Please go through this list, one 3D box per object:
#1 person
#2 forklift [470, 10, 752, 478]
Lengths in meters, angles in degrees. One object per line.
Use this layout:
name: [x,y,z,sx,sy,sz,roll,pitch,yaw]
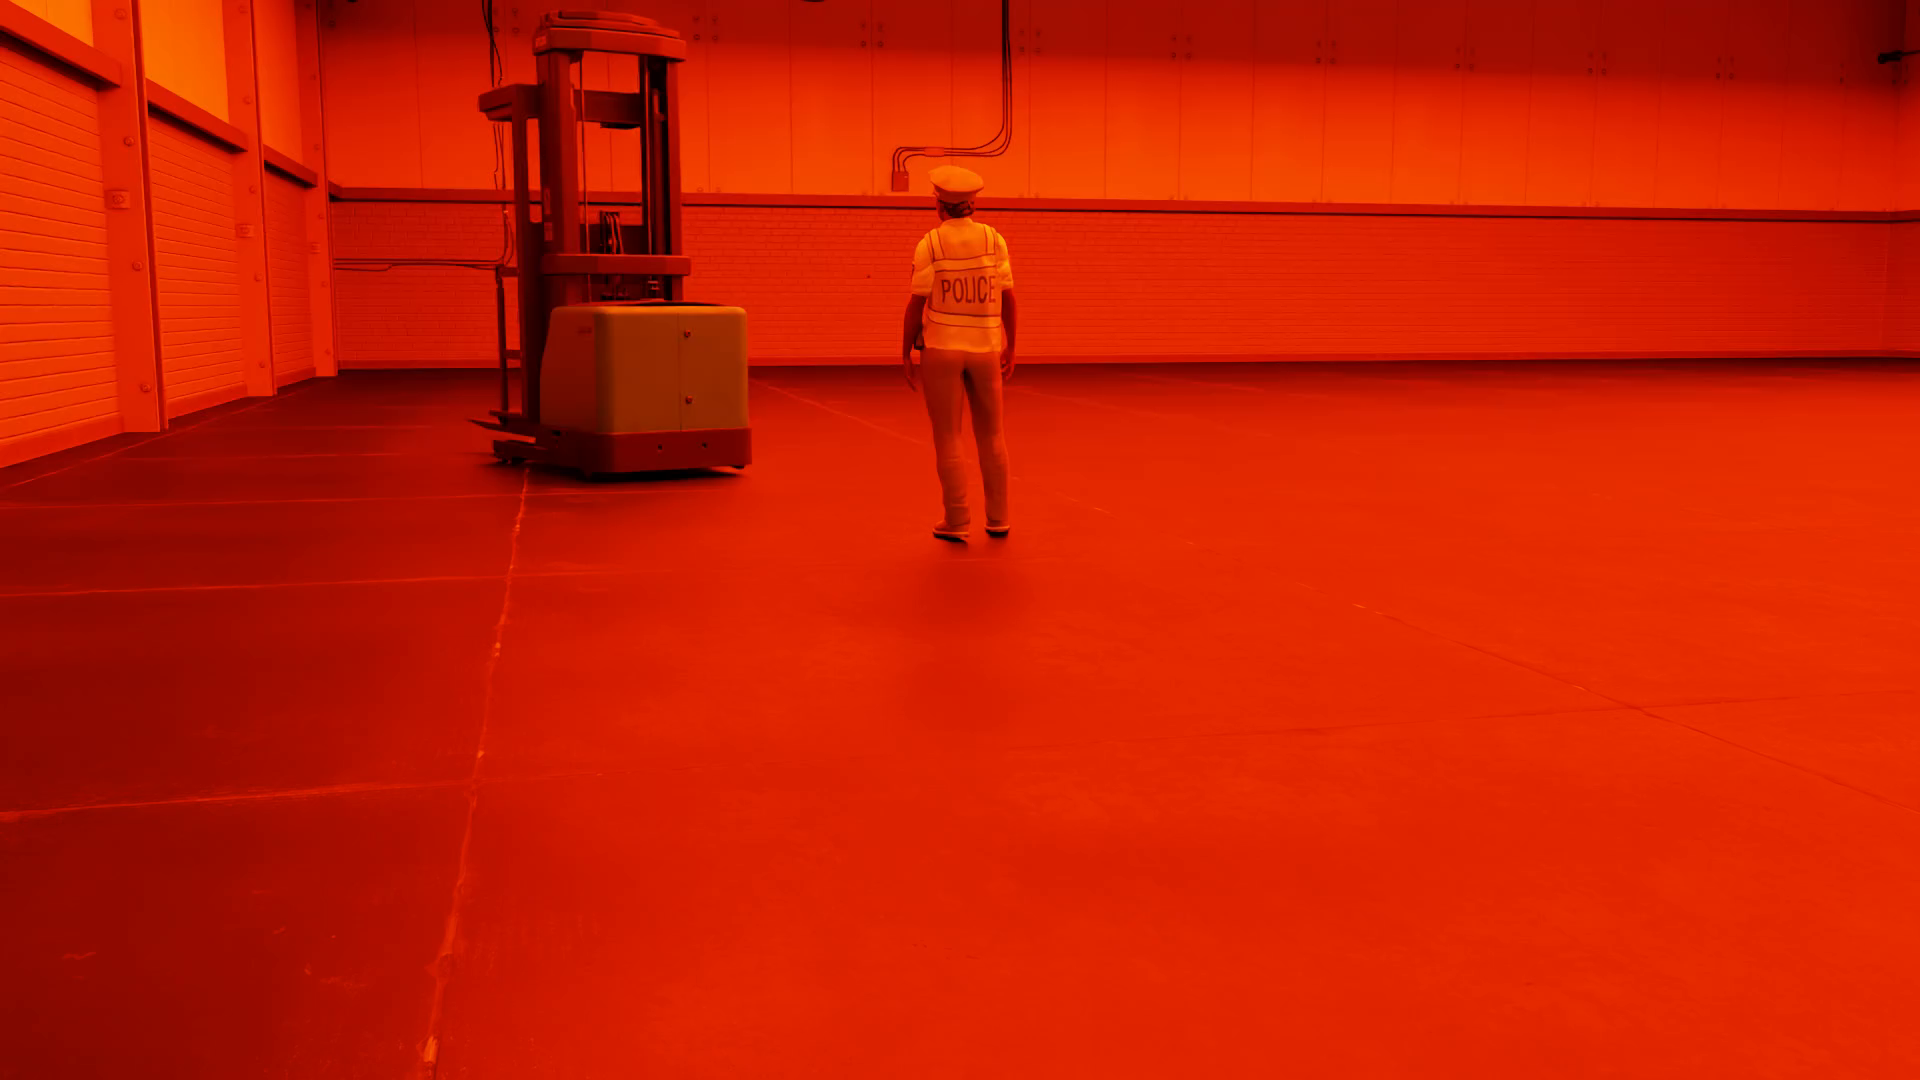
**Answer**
person: [0.002,-0.857,7.666,0.569,1.695,0.528,-2,8,-13]
forklift: [-2.580,-1.994,11.374,1.130,2.935,3.031,-5,10,-34]
